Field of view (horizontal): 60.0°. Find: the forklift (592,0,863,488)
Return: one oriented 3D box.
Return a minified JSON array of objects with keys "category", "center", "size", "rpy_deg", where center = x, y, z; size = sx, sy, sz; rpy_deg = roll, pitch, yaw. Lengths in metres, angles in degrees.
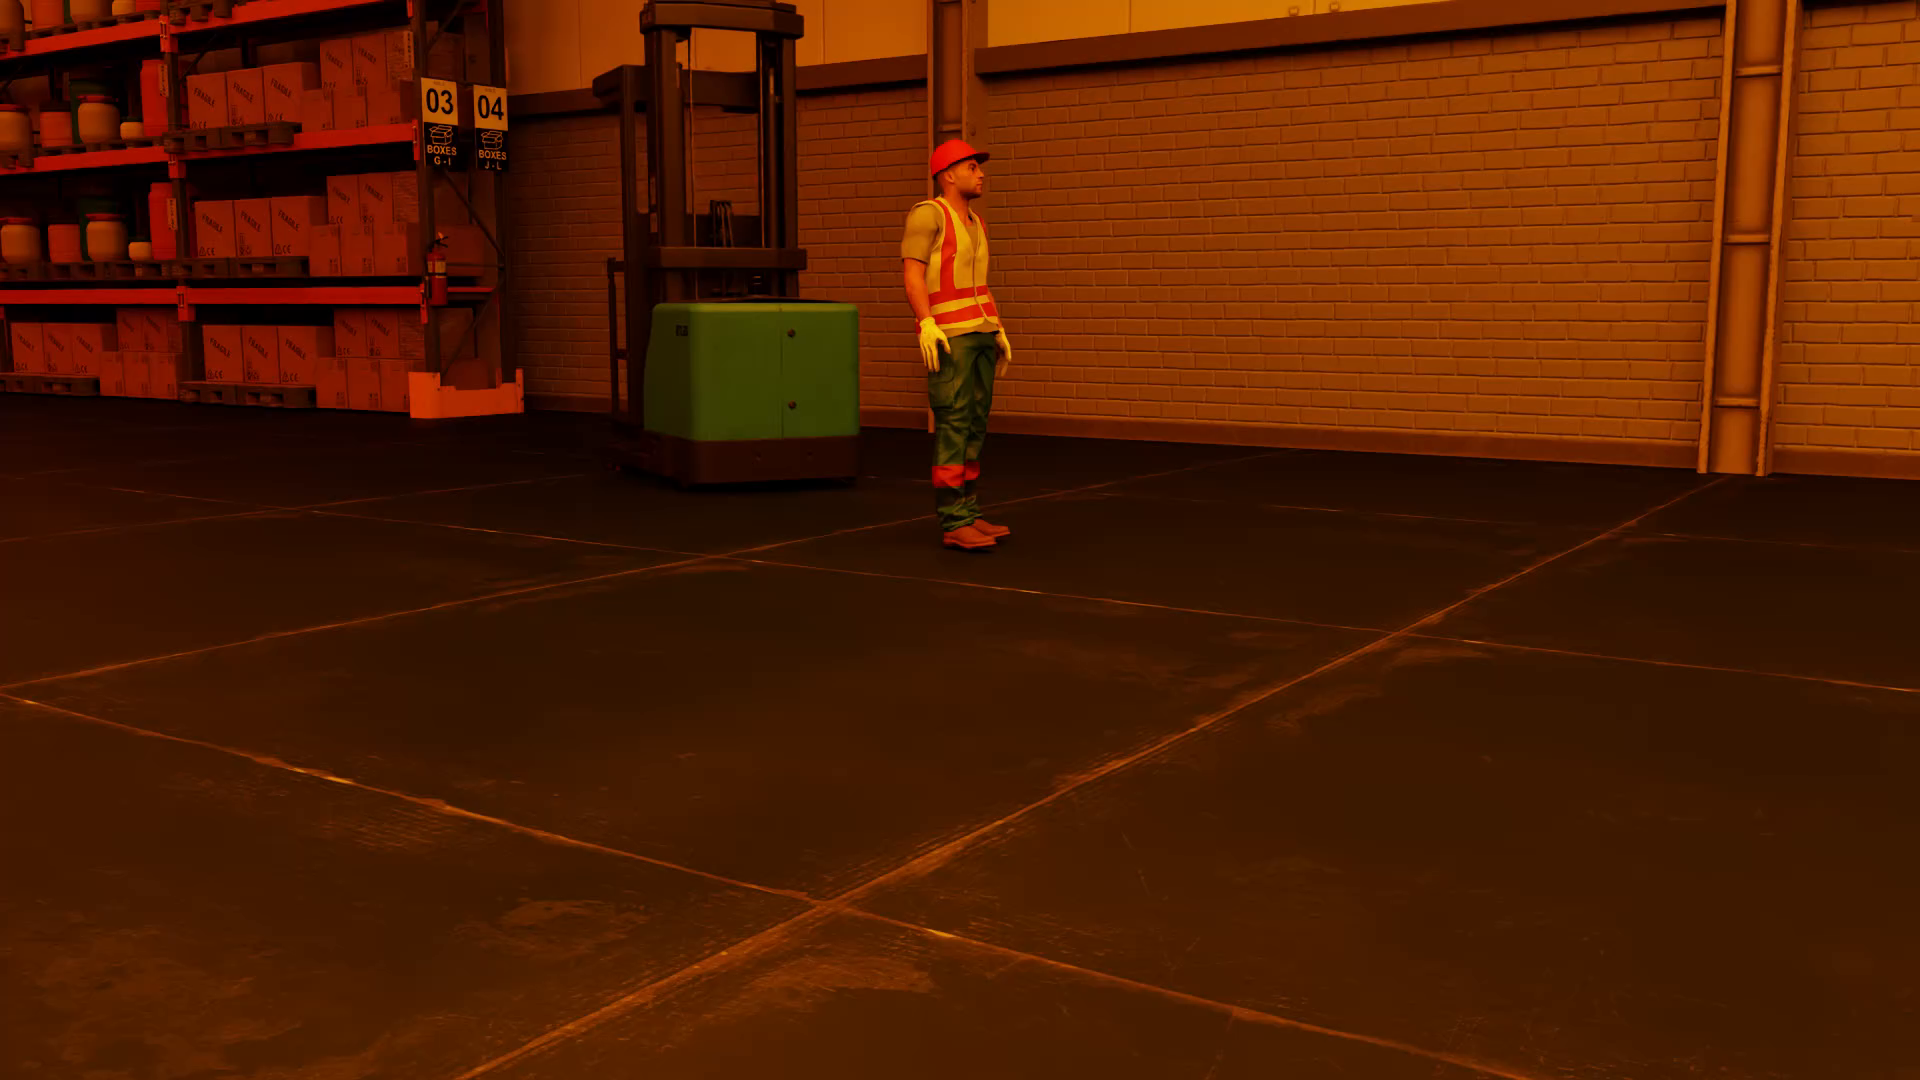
[{"category":"forklift","center":[-1.678,-1.913,10.643],"size":[1.130,2.935,3.031],"rpy_deg":[-4,9,-26]}]

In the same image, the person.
[{"category":"person","center":[0.059,-0.885,7.422],"size":[0.564,1.787,0.637],"rpy_deg":[5,10,34]}]
